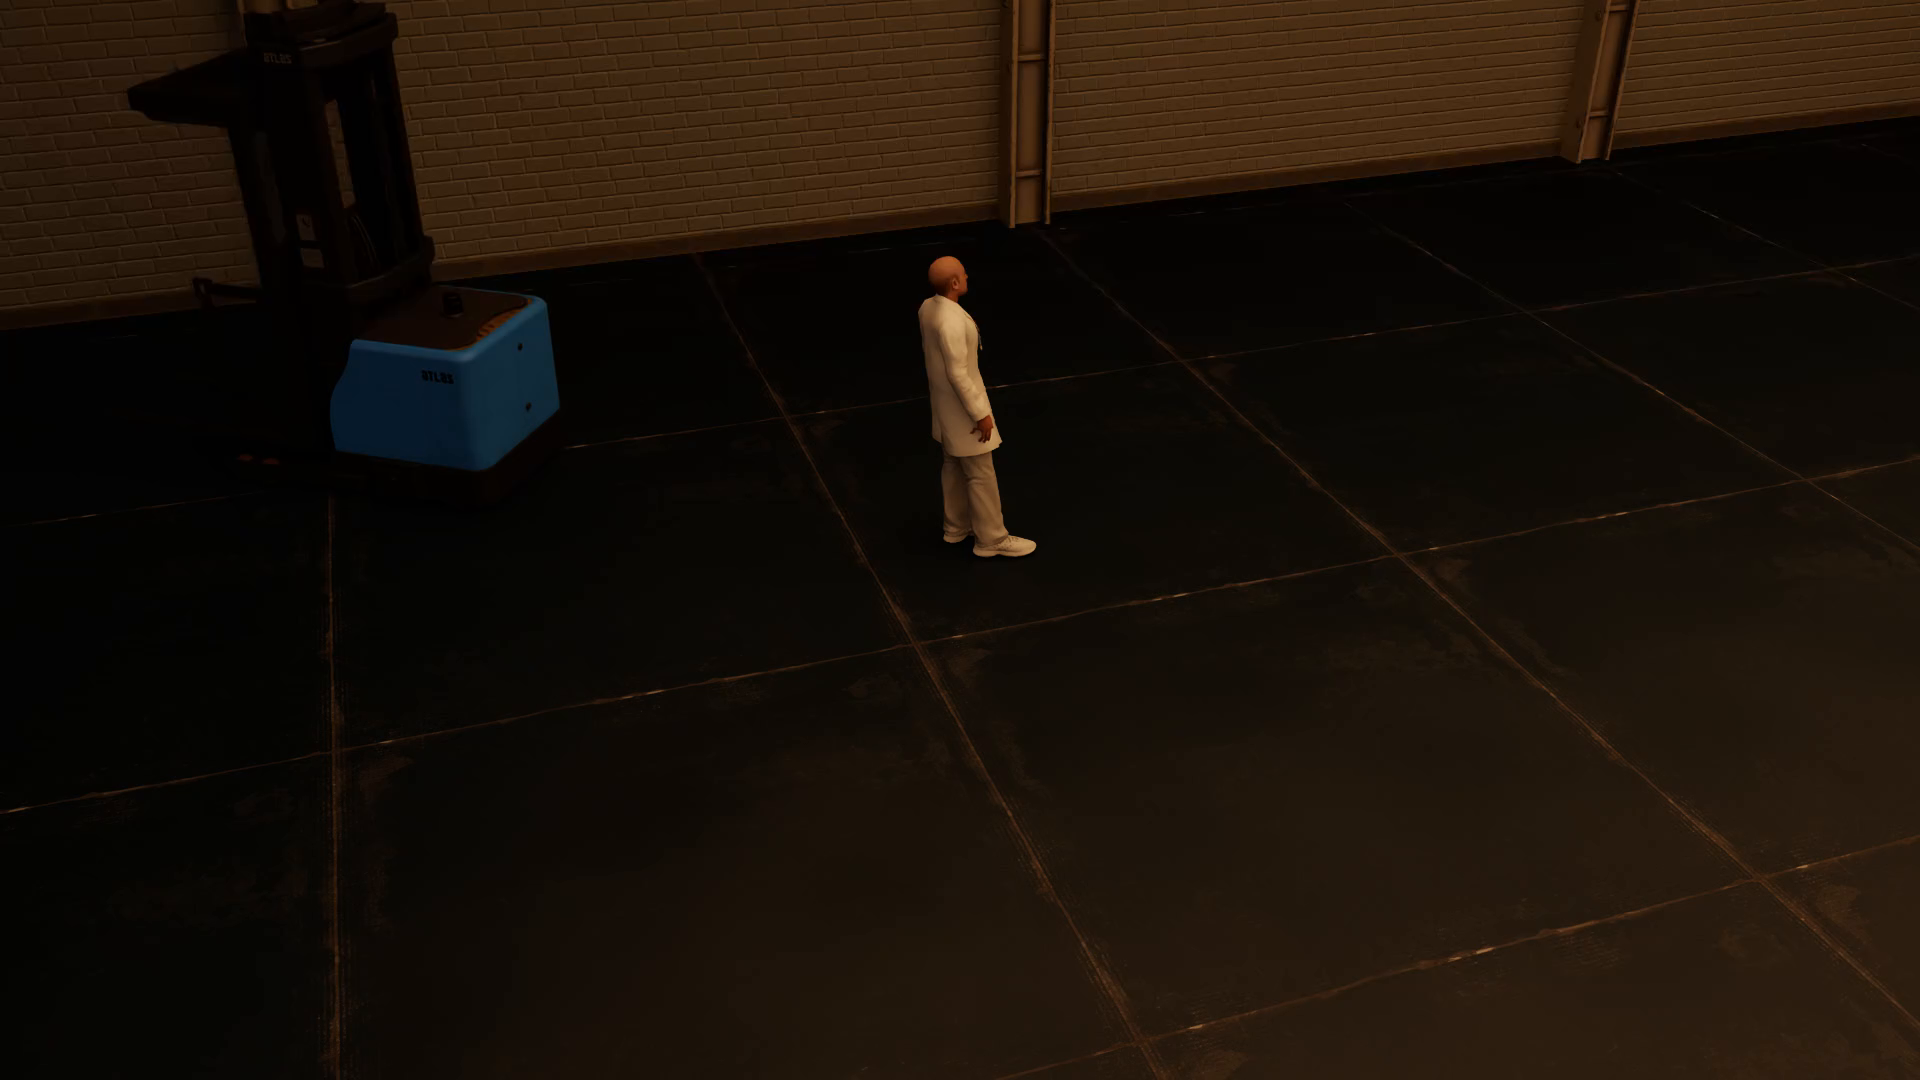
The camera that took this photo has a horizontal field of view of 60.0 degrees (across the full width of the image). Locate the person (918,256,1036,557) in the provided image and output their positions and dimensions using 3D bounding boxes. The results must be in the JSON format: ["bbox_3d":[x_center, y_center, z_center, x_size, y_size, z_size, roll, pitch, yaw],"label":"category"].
[{"bbox_3d":[0.088,-0.790,9.601,0.578,1.778,0.698,-10,31,-16],"label":"person"}]

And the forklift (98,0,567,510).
[{"bbox_3d":[-4.183,-1.867,10.333,3.031,2.935,1.130,8,31,14],"label":"forklift"}]
